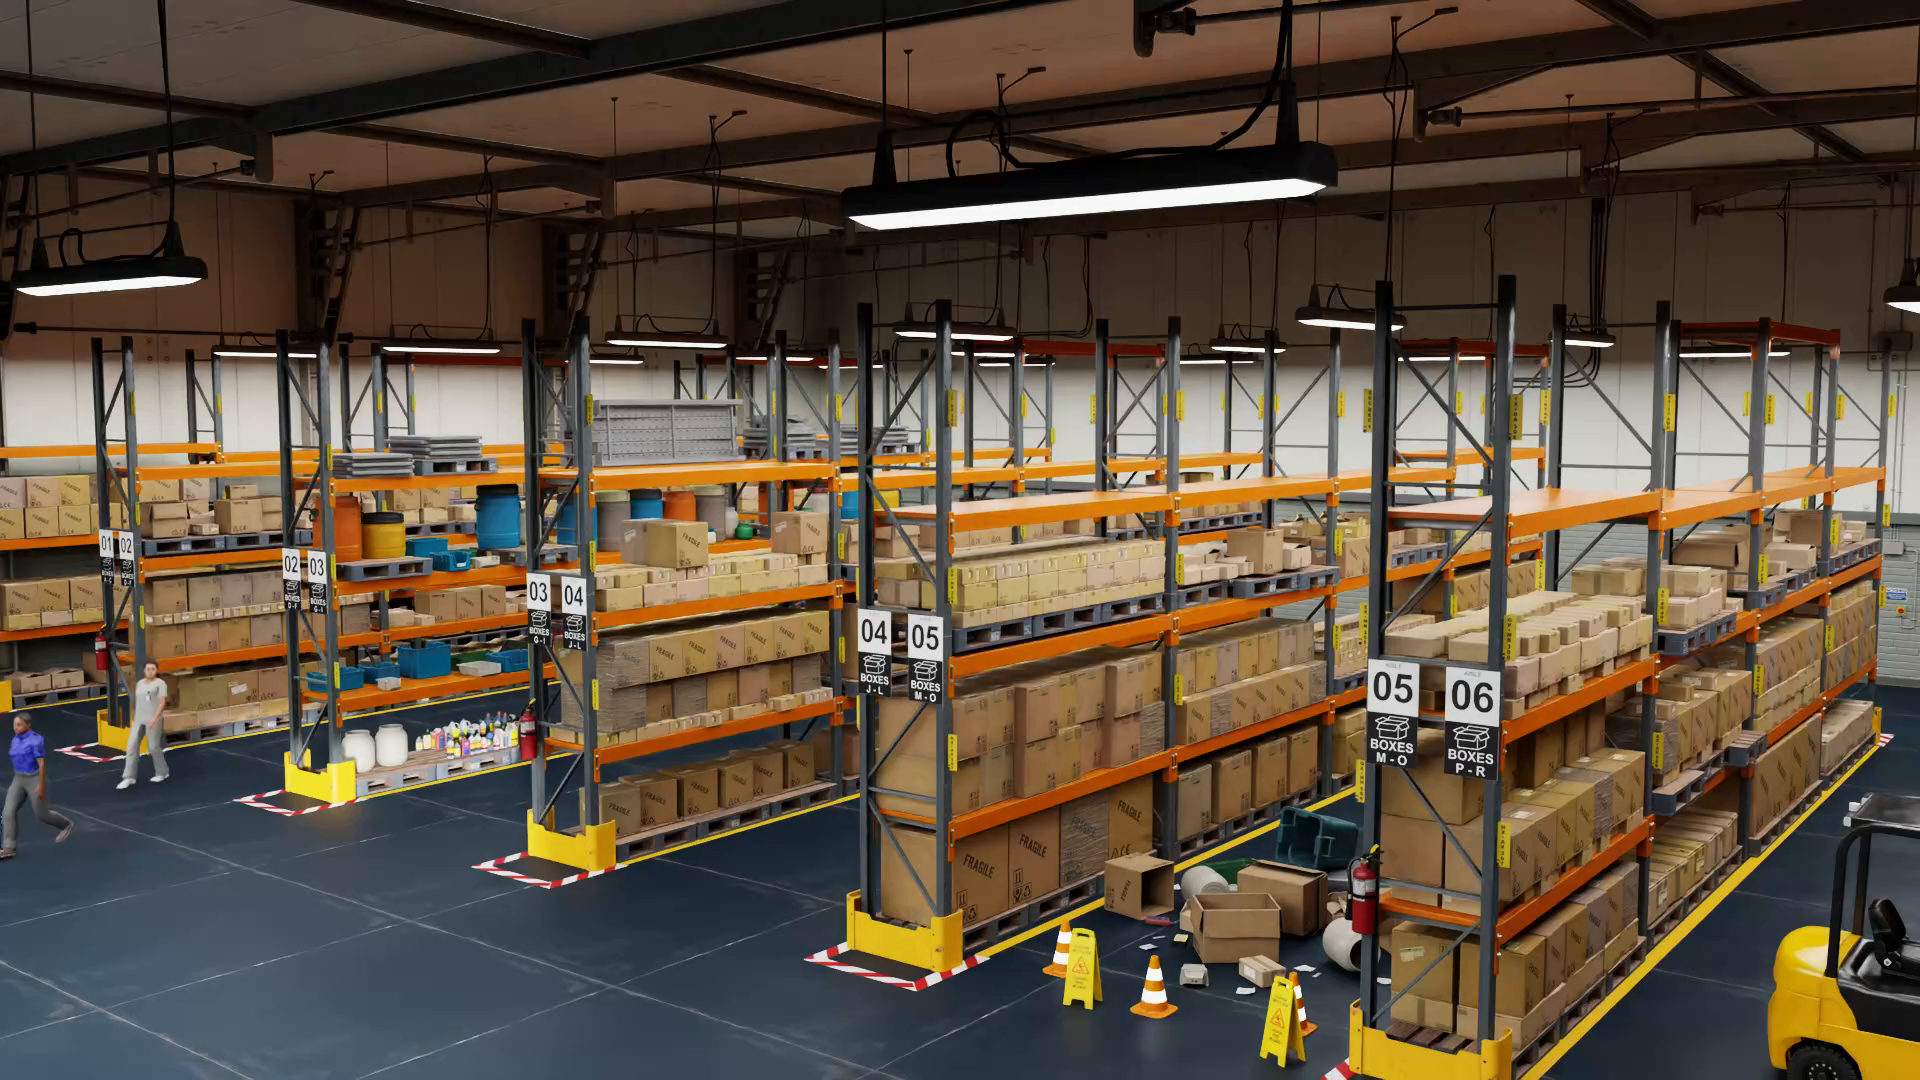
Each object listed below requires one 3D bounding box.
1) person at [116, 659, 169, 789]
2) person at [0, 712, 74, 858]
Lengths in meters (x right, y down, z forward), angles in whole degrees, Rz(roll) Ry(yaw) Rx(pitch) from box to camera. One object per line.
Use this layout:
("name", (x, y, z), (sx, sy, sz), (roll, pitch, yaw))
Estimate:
("person", (-10.826, 2.432, 22.029), (0.470, 1.663, 0.759), (1, 5, 6))
("person", (-10.480, 2.733, 18.728), (0.479, 1.598, 0.886), (2, 5, 19))
